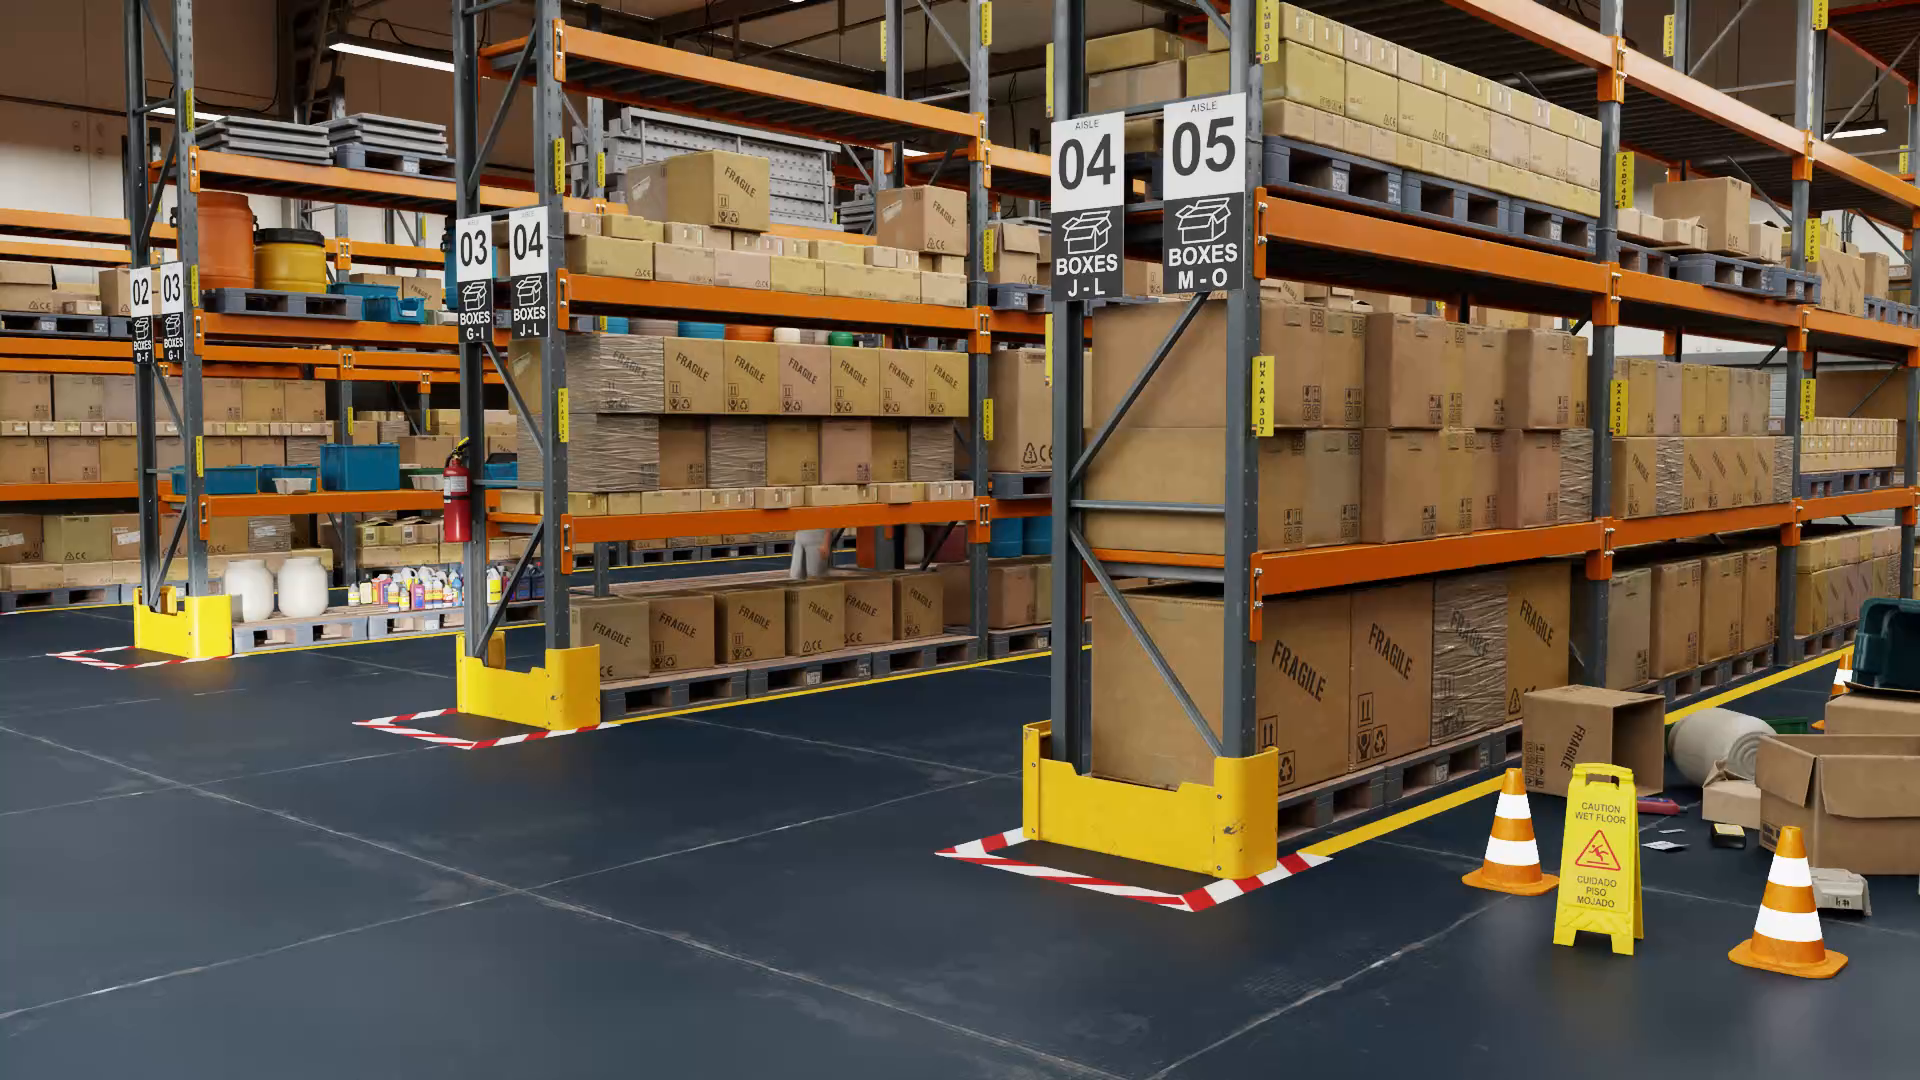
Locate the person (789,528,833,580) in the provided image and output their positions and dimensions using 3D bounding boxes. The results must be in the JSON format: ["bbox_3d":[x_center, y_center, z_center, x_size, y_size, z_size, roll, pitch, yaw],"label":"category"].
[{"bbox_3d":[-1.257,0.039,14.666,0.734,1.644,0.449,-3,5,-43],"label":"person"}]
